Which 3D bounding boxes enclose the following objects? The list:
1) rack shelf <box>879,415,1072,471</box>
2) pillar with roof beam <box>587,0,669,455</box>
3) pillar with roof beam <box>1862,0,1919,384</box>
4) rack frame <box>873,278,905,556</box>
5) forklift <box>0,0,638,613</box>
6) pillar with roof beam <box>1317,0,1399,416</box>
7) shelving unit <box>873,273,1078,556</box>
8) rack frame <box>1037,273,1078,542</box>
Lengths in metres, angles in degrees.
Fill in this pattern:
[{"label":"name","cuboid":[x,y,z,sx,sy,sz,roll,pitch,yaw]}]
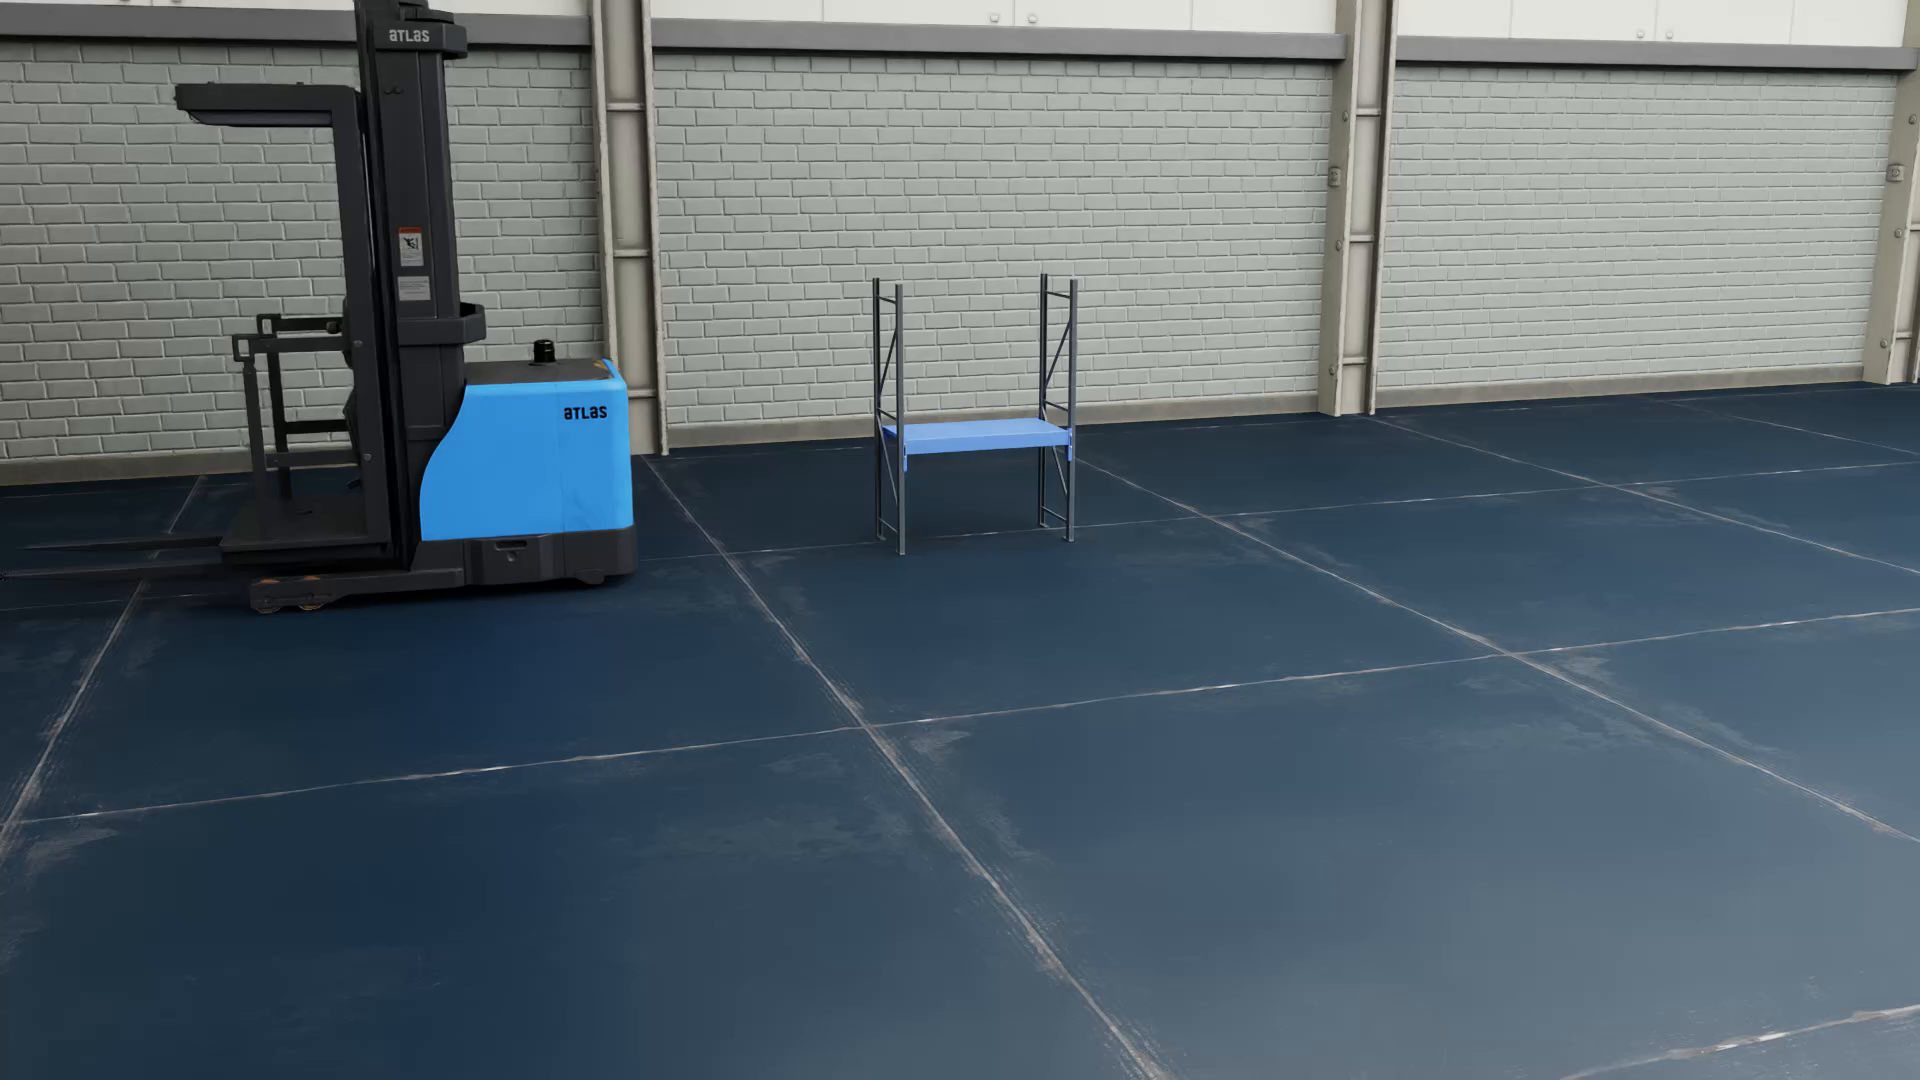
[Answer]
[{"label":"rack shelf","cuboid":[0.081,-0.561,9.537,1.000,0.185,0.538,-4,14,-18]},{"label":"pillar with roof beam","cuboid":[-1.015,-4.082,7.358,0.400,9.000,9.100,-4,14,-18]},{"label":"pillar with roof beam","cuboid":[10.358,-4.968,11.081,0.400,9.000,9.100,-4,14,-18]},{"label":"rack frame","cuboid":[-0.401,-0.698,9.338,0.032,1.500,0.500,-4,14,-18]},{"label":"forklift","cuboid":[-3.257,-1.203,8.365,3.031,2.935,1.130,-4,14,-16]},{"label":"pillar with roof beam","cuboid":[4.671,-4.525,9.220,0.400,9.000,9.100,-4,14,-18]},{"label":"shelving unit","cuboid":[0.081,-0.736,9.496,1.048,1.500,0.538,-4,14,-18]},{"label":"rack frame","cuboid":[0.563,-0.773,9.653,0.032,1.500,0.500,-4,14,-18]}]
